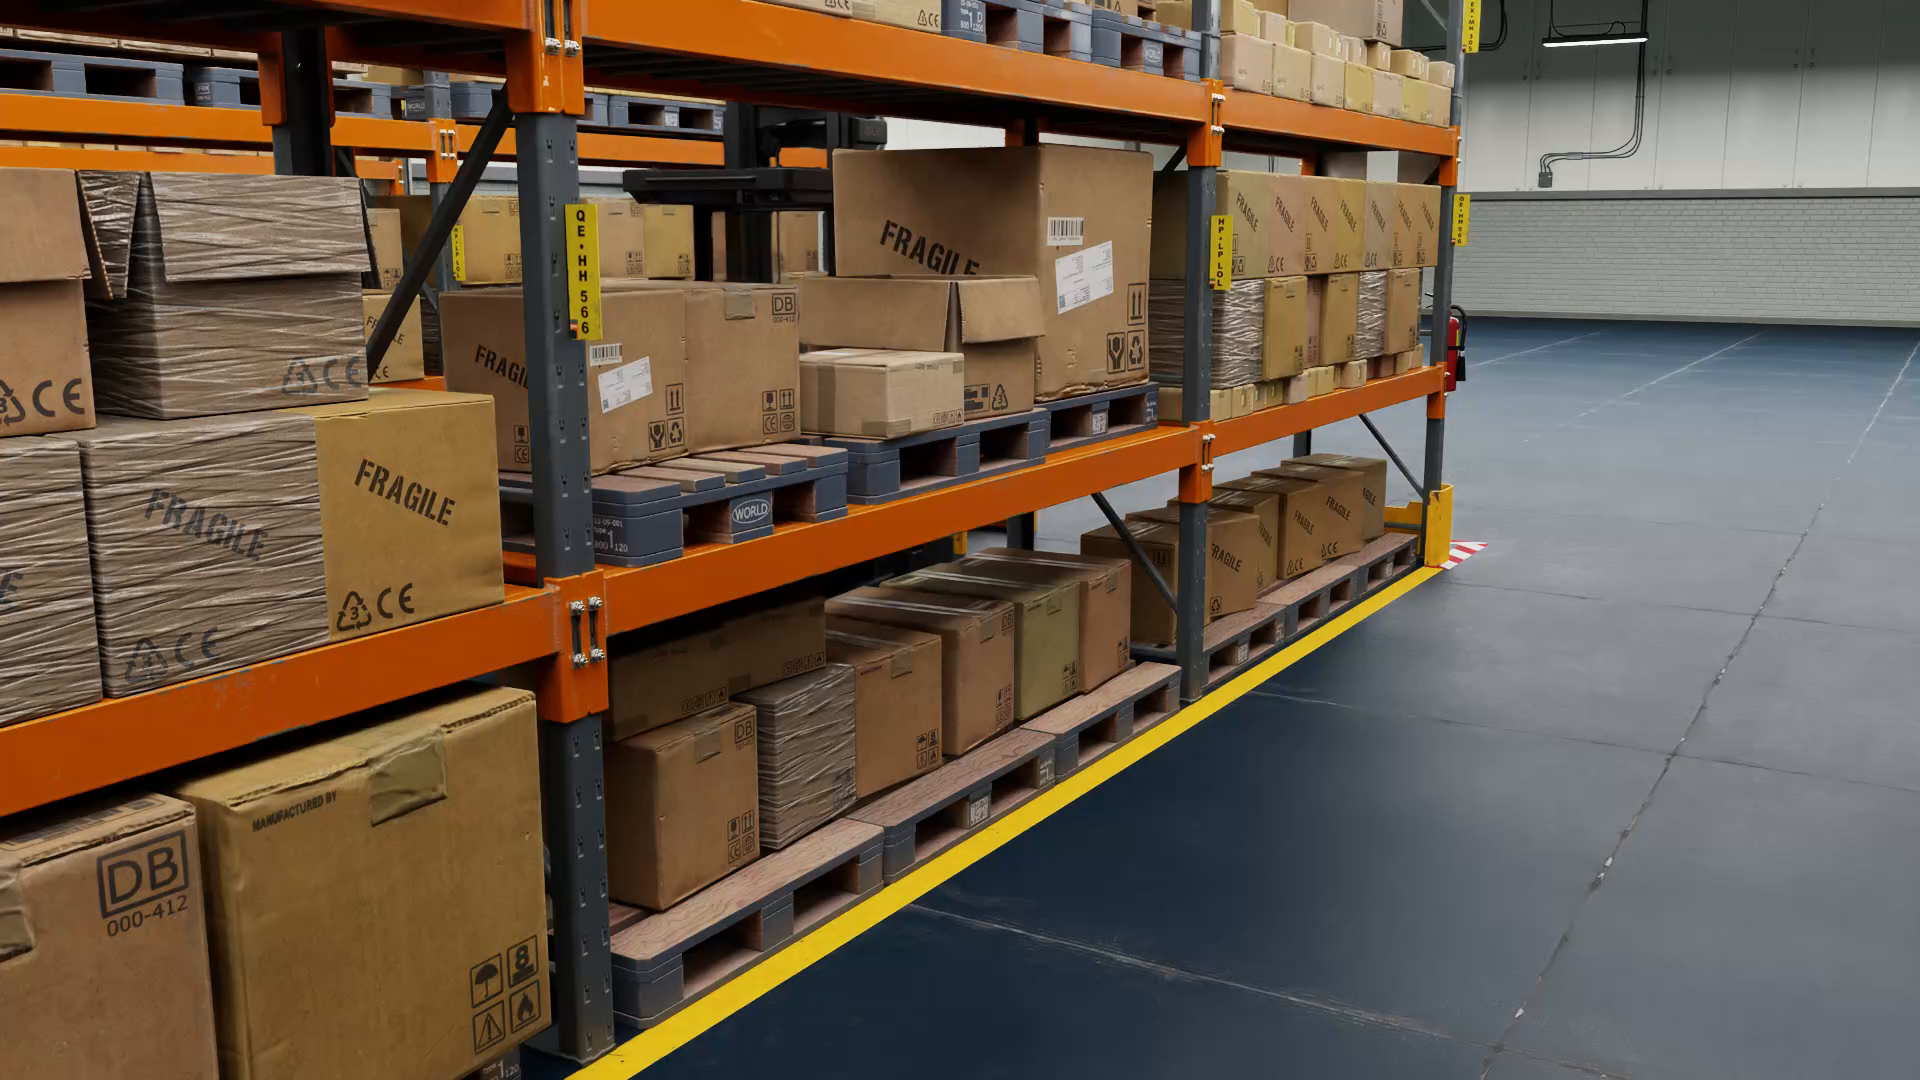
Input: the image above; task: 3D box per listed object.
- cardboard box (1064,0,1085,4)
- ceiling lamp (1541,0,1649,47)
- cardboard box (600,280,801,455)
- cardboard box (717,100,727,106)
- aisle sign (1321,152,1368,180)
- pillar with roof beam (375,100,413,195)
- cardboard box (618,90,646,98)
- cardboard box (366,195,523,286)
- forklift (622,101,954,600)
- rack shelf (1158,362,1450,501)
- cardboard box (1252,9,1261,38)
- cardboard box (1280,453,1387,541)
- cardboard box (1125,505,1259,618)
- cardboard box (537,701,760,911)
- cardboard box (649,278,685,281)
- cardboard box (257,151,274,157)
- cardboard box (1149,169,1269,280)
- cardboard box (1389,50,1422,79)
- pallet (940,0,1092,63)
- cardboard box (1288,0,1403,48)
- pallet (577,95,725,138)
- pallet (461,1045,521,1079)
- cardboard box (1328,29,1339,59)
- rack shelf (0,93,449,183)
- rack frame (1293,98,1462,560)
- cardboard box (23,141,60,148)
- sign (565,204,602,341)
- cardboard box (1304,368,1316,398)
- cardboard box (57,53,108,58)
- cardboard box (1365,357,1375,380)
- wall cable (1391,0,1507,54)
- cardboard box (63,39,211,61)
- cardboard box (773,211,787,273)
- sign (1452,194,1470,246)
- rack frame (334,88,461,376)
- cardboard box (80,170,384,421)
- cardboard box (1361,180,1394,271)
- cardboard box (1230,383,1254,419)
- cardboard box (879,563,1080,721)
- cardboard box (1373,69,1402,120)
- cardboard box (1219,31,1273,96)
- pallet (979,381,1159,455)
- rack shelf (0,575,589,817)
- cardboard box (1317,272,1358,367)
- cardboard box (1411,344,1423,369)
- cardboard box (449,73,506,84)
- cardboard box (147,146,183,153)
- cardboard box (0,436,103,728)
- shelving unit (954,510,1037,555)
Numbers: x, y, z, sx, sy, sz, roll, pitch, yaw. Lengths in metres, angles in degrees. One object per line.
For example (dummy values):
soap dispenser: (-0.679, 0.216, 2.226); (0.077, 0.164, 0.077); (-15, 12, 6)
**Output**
cardboard box: (0.284, -2.220, 6.646); (0.396, 0.266, 0.258); (7, 13, 33)
ceiling lamp: (12.862, -11.557, 33.284); (2.000, 3.185, 0.800); (6, 12, 31)
cardboard box: (-0.940, -0.575, 5.375); (0.700, 0.500, 0.500); (9, 14, 39)
cardboard box: (-1.835, -3.243, 12.157); (0.380, 0.149, 0.250); (6, 12, 30)
aisle sign: (2.539, -2.708, 11.115); (0.394, 0.787, 0.004); (6, 12, 31)
pillar with roof beam: (-4.289, -6.270, 20.903); (9.100, 9.000, 0.400); (6, 12, 31)
cardboard box: (-2.361, -3.084, 11.308); (0.380, 0.149, 0.250); (6, 12, 31)
cardboard box: (-3.280, -1.911, 10.584); (0.875, 0.550, 0.550); (6, 12, 31)
forklift: (-1.161, -1.025, 9.377); (1.130, 2.935, 3.031); (5, 12, 27)
rack shelf: (1.725, -0.723, 9.536); (1.077, 0.370, 4.000); (6, 12, 31)
cardboard box: (1.198, -2.429, 7.864); (0.380, 0.149, 0.250); (6, 12, 28)
cardboard box: (2.424, -0.273, 10.825); (0.500, 0.500, 0.500); (9, 14, 41)
cardboard box: (1.219, 0.110, 8.781); (0.500, 0.500, 0.500); (-9, 14, -39)
cardboard box: (-1.060, 0.772, 5.191); (0.700, 0.500, 0.500); (6, 12, 28)
cardboard box: (-2.482, -1.640, 12.071); (0.875, 0.550, 0.500); (6, 12, 31)
cardboard box: (-6.199, -3.448, 14.667); (0.380, 0.149, 0.250); (6, 12, 30)
cardboard box: (1.137, -1.496, 7.909); (0.500, 0.500, 0.500); (6, 12, 31)
cardboard box: (2.492, -2.790, 9.790); (0.380, 0.149, 0.250); (6, 12, 31)
pallet: (-0.261, -1.894, 6.193); (1.213, 0.211, 1.003); (6, 12, 31)
cardboard box: (2.174, -3.039, 9.360); (0.500, 0.500, 0.500); (6, 12, 31)
pallet: (-2.433, -3.002, 11.840); (1.003, 0.211, 1.213); (6, 12, 31)
pallet: (-1.864, 1.354, 4.062); (1.003, 0.211, 1.213); (6, 12, 31)
cardboard box: (1.763, -2.589, 8.721); (0.380, 0.149, 0.250); (6, 12, 30)
rack shelf: (-4.539, -2.058, 8.515); (1.077, 0.370, 4.000); (6, 12, 31)
rack frame: (2.763, -1.391, 11.149); (1.000, 3.000, 0.127); (6, 12, 31)
cardboard box: (-7.226, -3.121, 12.920); (0.380, 0.149, 0.250); (6, 12, 31)
sign: (-0.914, -0.650, 4.042); (0.100, 0.325, 0.005); (6, 12, 31)
cardboard box: (1.683, -0.843, 8.902); (0.380, 0.149, 0.250); (6, 12, 31)
cardboard box: (-4.653, -2.642, 8.630); (0.396, 0.266, 0.258); (6, 12, 31)
cardboard box: (2.267, -1.047, 9.991); (0.380, 0.149, 0.250); (6, 12, 31)
wall cable: (12.109, -13.430, 41.504); (3.097, 2.526, 0.112); (6, 12, 31)
cardboard box: (-4.223, -2.642, 8.505); (0.500, 0.311, 0.500); (6, 12, 29)
cardboard box: (-1.856, -2.336, 12.851); (0.875, 0.550, 0.550); (6, 12, 31)
sign: (3.227, -2.060, 10.714); (0.100, 0.325, 0.005); (6, 12, 31)
rack frame: (-3.501, -1.252, 10.405); (1.000, 3.000, 0.127); (6, 12, 31)
cardboard box: (-1.784, -0.562, 3.721); (0.797, 0.503, 0.637); (7, 13, 33)
cardboard box: (2.172, -1.811, 9.591); (0.500, 0.500, 0.500); (6, 12, 31)
cardboard box: (1.196, -0.682, 8.043); (0.380, 0.149, 0.250); (6, 12, 31)
cardboard box: (0.085, 0.418, 7.083); (0.700, 0.500, 0.500); (6, 12, 30)
cardboard box: (2.200, -2.533, 9.505); (0.500, 0.250, 0.500); (7, 13, 32)
cardboard box: (1.139, -2.209, 7.774); (0.500, 0.250, 0.500); (6, 12, 28)
pallet: (0.165, -0.562, 7.239); (1.003, 0.211, 1.213); (6, 12, 31)
rack shelf: (-2.429, 0.535, 2.815); (1.077, 0.370, 4.000); (6, 12, 31)
cardboard box: (1.731, -1.261, 9.372); (0.875, 0.500, 0.500); (6, 12, 31)
cardboard box: (2.791, -1.203, 10.828); (0.380, 0.149, 0.250); (6, 12, 31)
cardboard box: (-3.021, -2.883, 10.237); (0.380, 0.149, 0.250); (6, 12, 30)
cardboard box: (-6.668, -3.280, 13.768); (0.380, 0.149, 0.250); (6, 12, 30)
cardboard box: (-1.966, 0.079, 3.025); (0.500, 0.500, 0.500); (6, 12, 29)
shelving unit: (0.040, -0.749, 11.795); (0.587, 1.500, 1.083); (6, 12, 31)
